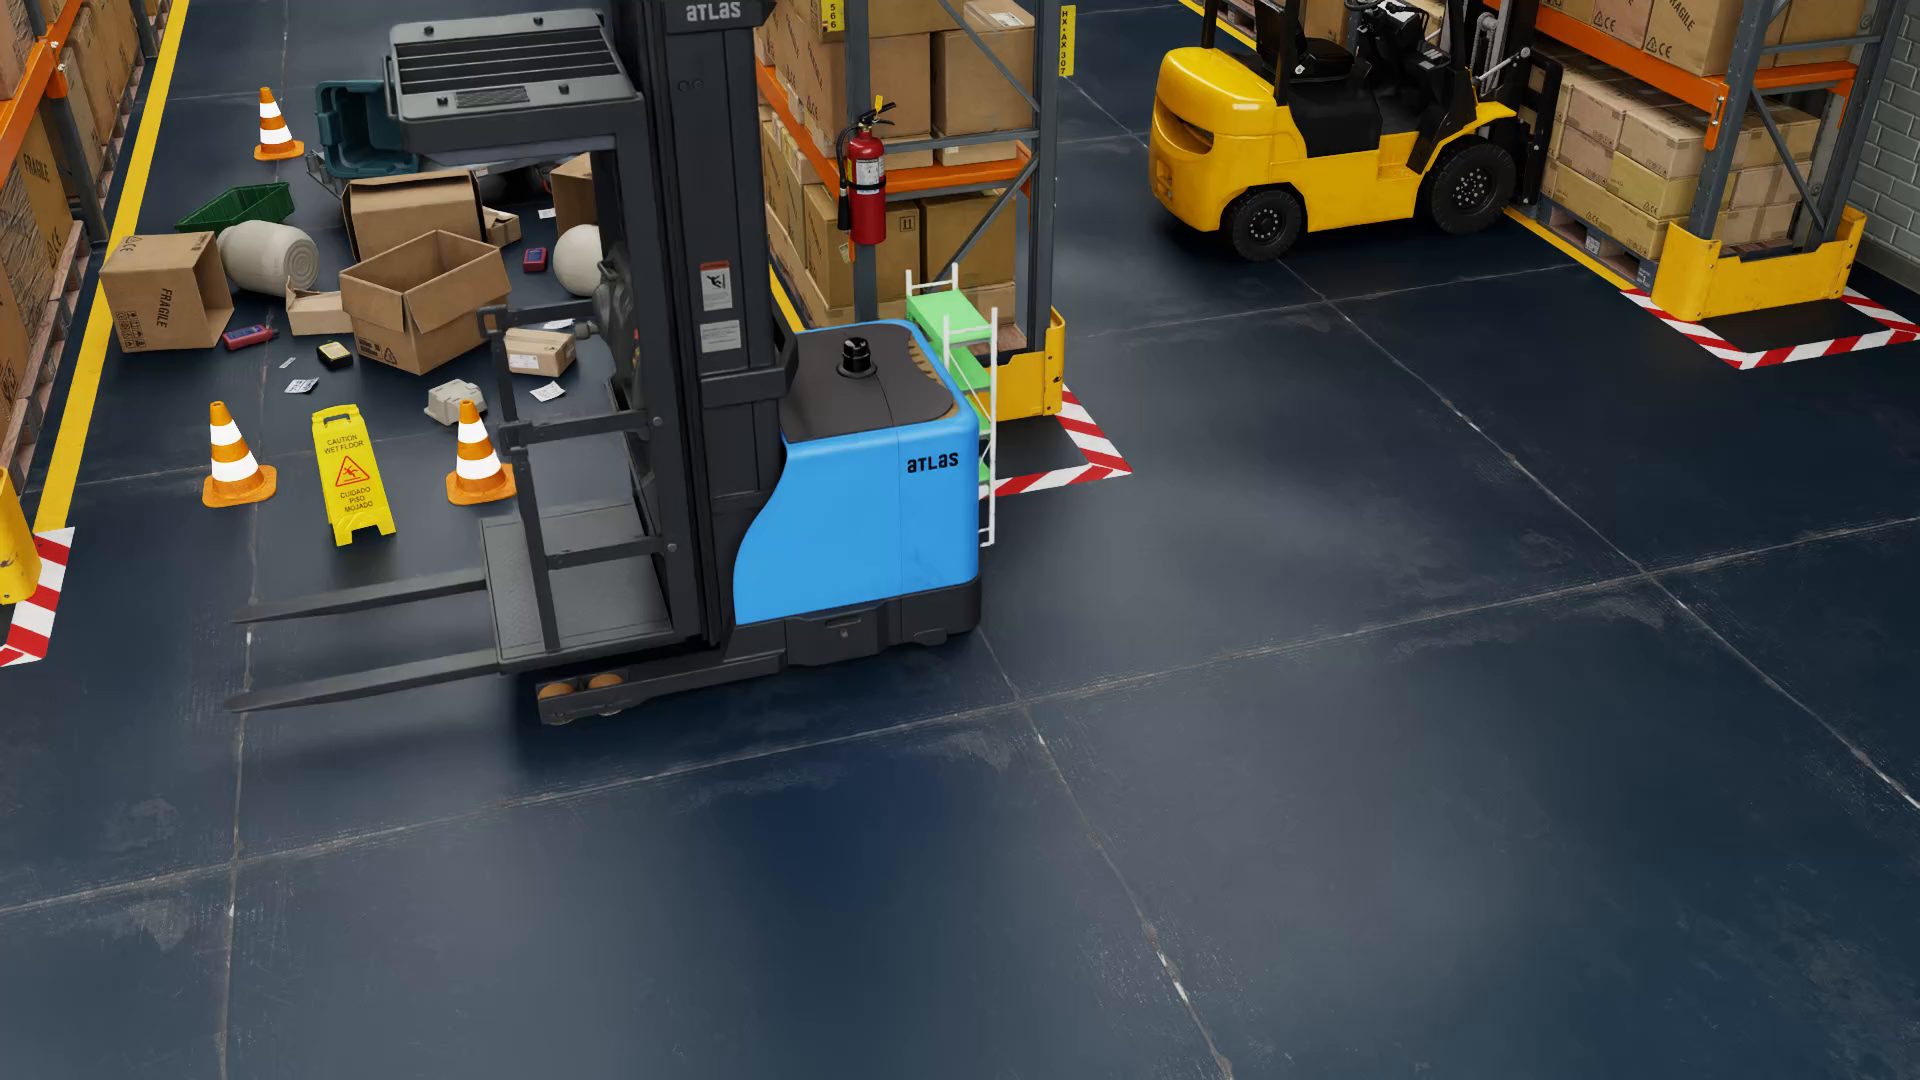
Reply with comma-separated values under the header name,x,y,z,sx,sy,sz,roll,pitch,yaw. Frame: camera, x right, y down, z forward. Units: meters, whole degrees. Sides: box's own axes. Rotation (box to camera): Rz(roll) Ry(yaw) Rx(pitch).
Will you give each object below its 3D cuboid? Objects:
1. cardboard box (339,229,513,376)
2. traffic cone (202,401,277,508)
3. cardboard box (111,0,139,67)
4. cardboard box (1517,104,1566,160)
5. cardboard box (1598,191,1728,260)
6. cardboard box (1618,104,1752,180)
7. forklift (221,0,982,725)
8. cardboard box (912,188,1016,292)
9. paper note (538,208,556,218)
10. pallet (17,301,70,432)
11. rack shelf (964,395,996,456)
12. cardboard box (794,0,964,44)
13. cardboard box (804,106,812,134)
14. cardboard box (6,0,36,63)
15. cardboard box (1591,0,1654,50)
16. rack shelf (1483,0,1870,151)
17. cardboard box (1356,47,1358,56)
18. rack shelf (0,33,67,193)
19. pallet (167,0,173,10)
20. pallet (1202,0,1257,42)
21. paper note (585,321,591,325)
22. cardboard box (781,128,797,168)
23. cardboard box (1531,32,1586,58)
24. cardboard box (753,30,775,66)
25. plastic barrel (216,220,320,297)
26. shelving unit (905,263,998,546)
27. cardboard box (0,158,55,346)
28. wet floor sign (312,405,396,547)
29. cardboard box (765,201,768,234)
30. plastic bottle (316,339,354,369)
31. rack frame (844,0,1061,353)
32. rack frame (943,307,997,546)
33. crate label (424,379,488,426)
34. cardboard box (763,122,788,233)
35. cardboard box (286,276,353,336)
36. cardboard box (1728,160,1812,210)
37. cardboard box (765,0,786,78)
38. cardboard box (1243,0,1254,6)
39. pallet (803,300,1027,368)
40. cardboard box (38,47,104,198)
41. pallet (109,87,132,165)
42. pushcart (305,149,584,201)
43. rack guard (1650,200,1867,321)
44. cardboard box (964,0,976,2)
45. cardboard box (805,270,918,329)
name,x,y,z,sx,sy,sz,roll,pitch,yaw
cardboard box,-2.976,-1.333,9.310,0.637,0.503,0.797,19,38,26
traffic cone,-3.523,-0.451,8.013,0.336,0.463,0.334,-10,35,-15
cardboard box,-7.053,-4.094,12.885,1.050,0.750,0.750,-10,35,-15
cardboard box,3.930,-2.687,10.755,0.500,0.250,0.500,-11,35,-16
cardboard box,4.252,-1.936,10.072,0.500,0.250,0.500,-10,35,-14
cardboard box,4.259,-2.349,9.790,0.500,0.250,0.500,-9,34,-13
forklift,-1.484,-0.812,6.321,3.031,2.935,1.130,-10,35,-15
cardboard box,-0.020,-1.701,9.036,0.500,0.500,0.500,-11,35,-16
paper note,-2.713,-2.174,11.012,0.148,0.019,0.142,-10,35,-15
pallet,-5.400,-0.875,8.882,1.003,0.211,1.213,-10,35,-15
rack shelf,-0.041,-0.537,7.590,0.258,0.148,0.480,-12,35,-17
cardboard box,-0.393,-2.692,7.836,0.700,0.500,0.500,-11,35,-16
cardboard box,-0.588,-2.186,8.565,0.380,0.149,0.250,-11,35,-16
cardboard box,-5.809,-2.963,9.377,0.875,0.550,0.550,-10,35,-15
cardboard box,4.147,-3.244,9.848,0.500,0.500,0.500,-9,34,-13
rack shelf,4.086,-3.464,10.924,1.077,0.370,4.000,-10,35,-15
cardboard box,3.309,-3.533,12.489,0.500,0.250,0.500,-10,35,-14
rack shelf,-5.323,-1.742,8.318,1.077,0.370,4.000,-10,35,-15
pallet,-7.759,-5.079,15.245,1.003,0.211,1.213,-10,35,-15
pallet,2.839,-4.673,14.630,1.003,0.211,1.213,-10,35,-15
paper note,-2.148,-1.240,9.618,0.032,0.001,0.123,-10,35,-15
cardboard box,-0.772,-2.180,9.173,0.380,0.149,0.250,-9,35,-14
cardboard box,3.787,-3.147,10.997,0.500,0.250,0.500,-11,35,-16
cardboard box,-0.974,-2.853,9.574,0.380,0.149,0.250,-10,35,-15
plastic barrel,-4.126,-1.680,9.908,0.512,0.421,0.421,13,36,18
shelving unit,-0.041,-0.590,7.555,0.258,1.200,0.503,-12,35,-17
cardboard box,-5.529,-1.566,8.946,0.875,0.875,0.875,-10,35,-14
wet floor sign,-2.818,-0.328,7.661,0.267,0.644,0.232,-16,37,-23
cardboard box,-0.989,-2.094,10.312,0.500,0.250,0.500,-10,35,-15
plastic bottle,-3.500,-1.042,9.272,0.133,0.061,0.283,-23,40,-31
rack frame,-0.030,-1.878,7.871,1.000,3.000,0.127,-10,35,-15
rack frame,0.043,-0.464,7.364,0.240,1.200,0.015,-12,35,-17
crate label,-2.642,-0.729,8.730,0.298,0.136,0.250,27,42,34
cardboard box,-0.832,-2.135,9.693,0.500,0.500,0.500,-11,35,-16
cardboard box,-3.655,-1.359,9.566,0.396,0.266,0.258,-4,34,-6
cardboard box,4.751,-2.233,10.068,0.500,0.250,0.500,-9,35,-14
cardboard box,-0.755,-2.809,8.920,0.500,0.500,0.500,-10,35,-15
cardboard box,2.846,-5.074,14.481,0.875,0.625,0.625,-11,35,-17
pallet,-0.267,-1.187,9.354,1.003,0.211,1.213,-10,35,-15
cardboard box,-6.208,-2.640,10.684,1.050,0.750,0.750,-10,35,-15
pallet,-6.616,-2.963,12.043,1.003,0.211,1.213,-10,35,-15
pushcart,-3.406,-2.474,11.152,1.648,0.377,0.936,-23,40,-31
rack guard,4.704,-1.659,9.807,1.175,0.500,0.348,-10,35,-15
cardboard box,-0.071,-2.610,8.619,0.500,0.500,0.500,-9,35,-13
cardboard box,-0.540,-1.297,9.106,0.500,0.250,0.500,-10,35,-15
